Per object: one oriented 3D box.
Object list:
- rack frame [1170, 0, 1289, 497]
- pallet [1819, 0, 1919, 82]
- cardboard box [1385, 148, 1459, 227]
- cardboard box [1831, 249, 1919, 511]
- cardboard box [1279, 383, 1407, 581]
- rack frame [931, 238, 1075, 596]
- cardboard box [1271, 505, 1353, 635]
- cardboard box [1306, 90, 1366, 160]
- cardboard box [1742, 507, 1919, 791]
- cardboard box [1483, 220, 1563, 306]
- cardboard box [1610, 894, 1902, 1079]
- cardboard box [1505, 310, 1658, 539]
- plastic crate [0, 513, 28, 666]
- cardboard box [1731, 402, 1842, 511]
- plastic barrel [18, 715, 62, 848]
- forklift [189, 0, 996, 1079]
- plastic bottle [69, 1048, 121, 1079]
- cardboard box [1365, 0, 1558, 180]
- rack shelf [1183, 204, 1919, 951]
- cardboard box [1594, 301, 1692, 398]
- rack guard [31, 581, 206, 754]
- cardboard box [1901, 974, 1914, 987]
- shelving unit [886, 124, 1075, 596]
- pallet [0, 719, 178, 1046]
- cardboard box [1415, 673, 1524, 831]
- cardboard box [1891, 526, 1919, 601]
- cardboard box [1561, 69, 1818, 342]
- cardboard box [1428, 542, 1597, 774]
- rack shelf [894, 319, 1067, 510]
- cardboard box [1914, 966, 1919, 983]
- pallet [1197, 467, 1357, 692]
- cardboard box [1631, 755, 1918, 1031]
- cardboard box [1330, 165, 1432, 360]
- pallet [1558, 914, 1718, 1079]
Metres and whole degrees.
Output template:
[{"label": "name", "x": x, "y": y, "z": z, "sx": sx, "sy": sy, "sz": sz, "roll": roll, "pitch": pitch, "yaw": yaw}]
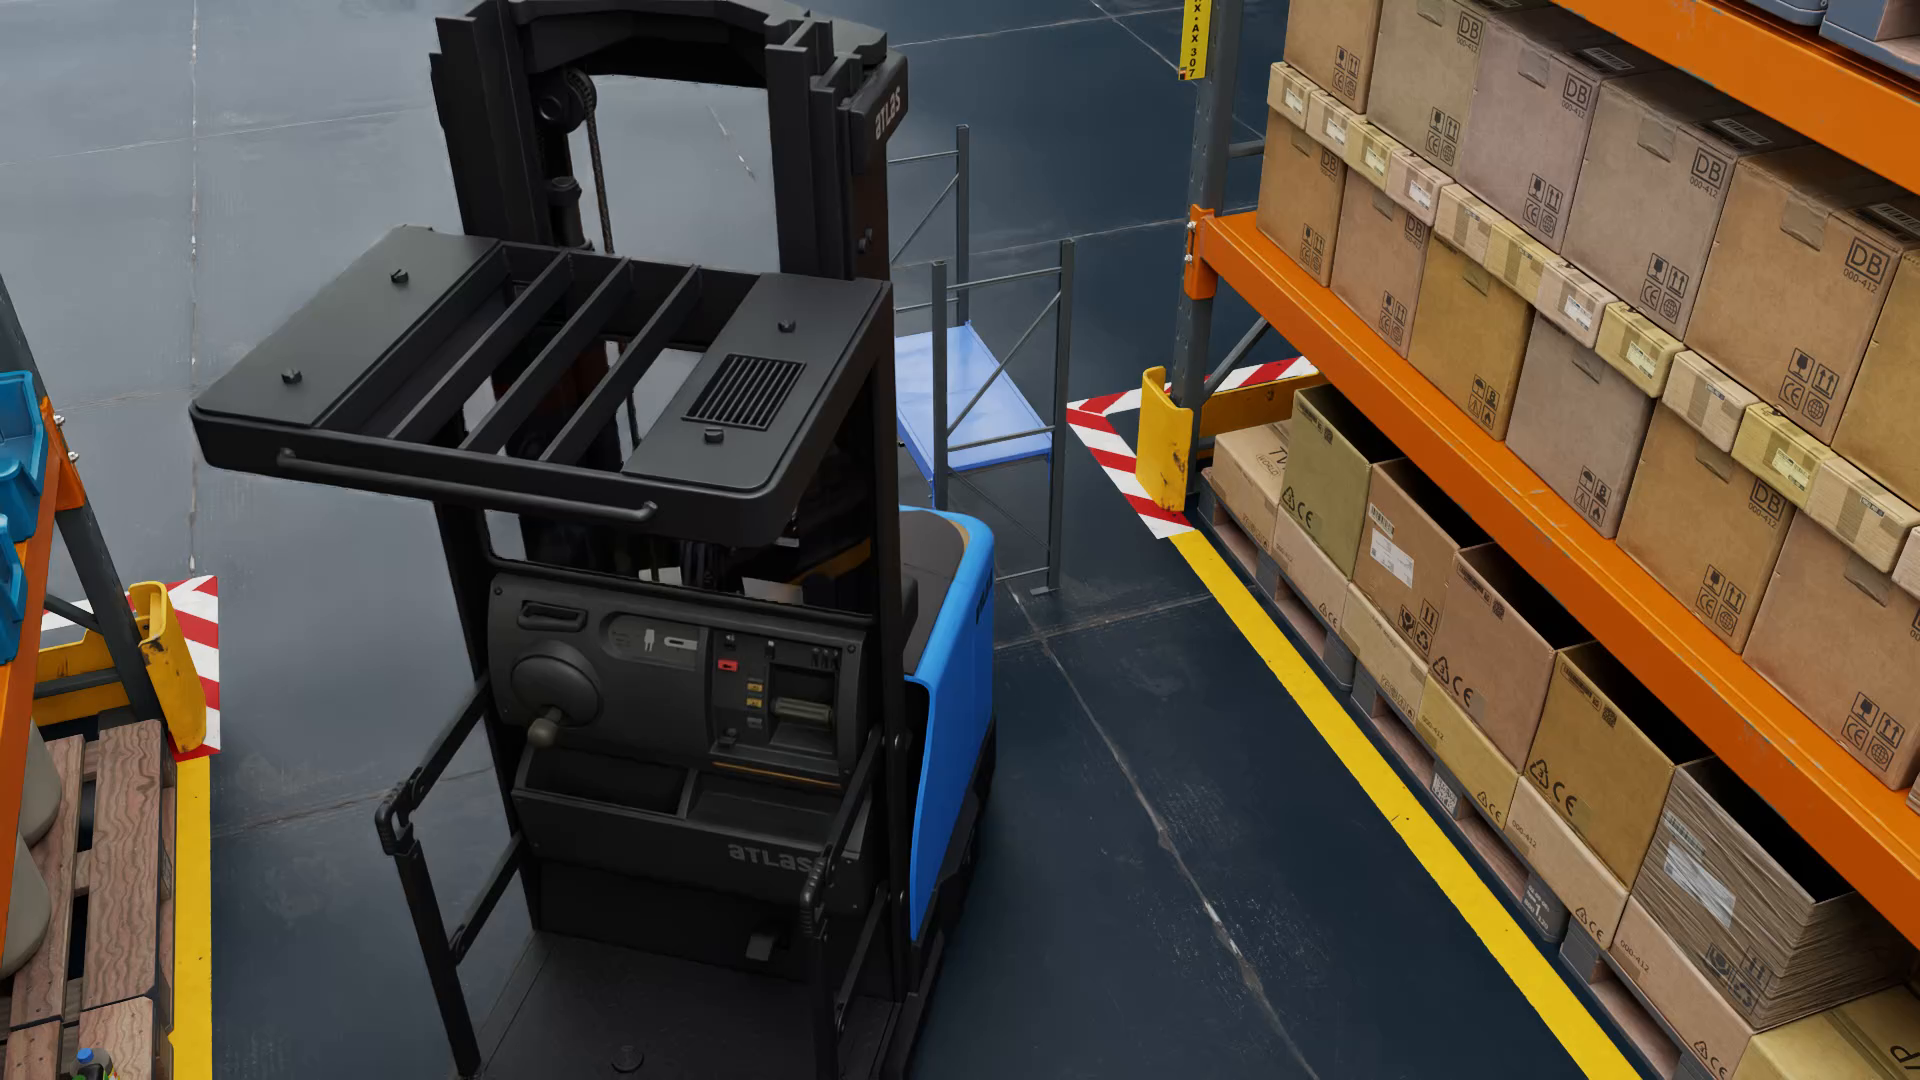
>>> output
[{"label": "rack frame", "x": 1.348, "y": -1.507, "z": 6.257, "sx": 1.000, "sy": 3.000, "sz": 0.127, "roll": -12, "pitch": 39, "yaw": -16}, {"label": "pallet", "x": 2.407, "y": -0.886, "z": 3.014, "sx": 1.003, "sy": 0.211, "sz": 1.213, "roll": -12, "pitch": 39, "yaw": -16}, {"label": "cardboard box", "x": 1.544, "y": -1.107, "z": 5.104, "sx": 0.380, "sy": 0.149, "sz": 0.250, "roll": -13, "pitch": 39, "yaw": -17}, {"label": "cardboard box", "x": 2.391, "y": -0.340, "z": 3.547, "sx": 0.700, "sy": 0.500, "sz": 0.500, "roll": -13, "pitch": 39, "yaw": -16}, {"label": "cardboard box", "x": 1.498, "y": -0.245, "z": 5.895, "sx": 0.500, "sy": 0.500, "sz": 0.500, "roll": -12, "pitch": 39, "yaw": -16}, {"label": "rack frame", "x": 0.146, "y": -0.360, "z": 5.981, "sx": 0.500, "sy": 1.500, "sz": 0.032, "roll": -12, "pitch": 39, "yaw": -16}, {"label": "cardboard box", "x": 1.499, "y": 0.054, "z": 6.121, "sx": 0.500, "sy": 0.250, "sz": 0.500, "roll": -12, "pitch": 39, "yaw": -16}, {"label": "cardboard box", "x": 1.374, "y": -1.391, "z": 5.481, "sx": 0.380, "sy": 0.149, "sz": 0.250, "roll": -13, "pitch": 39, "yaw": -17}, {"label": "cardboard box", "x": 2.378, "y": 0.167, "z": 3.952, "sx": 0.700, "sy": 0.500, "sz": 0.500, "roll": -13, "pitch": 39, "yaw": -16}, {"label": "cardboard box", "x": 1.726, "y": -0.812, "z": 4.713, "sx": 0.380, "sy": 0.149, "sz": 0.250, "roll": -13, "pitch": 39, "yaw": -17}, {"label": "cardboard box", "x": 2.197, "y": 1.182, "z": 4.624, "sx": 0.500, "sy": 0.250, "sz": 0.500, "roll": -12, "pitch": 39, "yaw": -16}, {"label": "cardboard box", "x": 2.032, "y": -0.406, "z": 4.713, "sx": 0.700, "sy": 0.500, "sz": 0.500, "roll": -11, "pitch": 38, "yaw": -15}, {"label": "plastic crate", "x": -2.633, "y": 0.165, "z": 4.162, "sx": 0.499, "sy": 0.251, "sz": 0.408, "roll": -12, "pitch": 39, "yaw": -16}, {"label": "cardboard box", "x": 2.081, "y": -0.231, "z": 3.941, "sx": 0.380, "sy": 0.149, "sz": 0.250, "roll": -13, "pitch": 39, "yaw": -16}, {"label": "plastic barrel", "x": -3.006, "y": 0.699, "z": 5.048, "sx": 0.421, "sy": 0.512, "sz": 0.421, "roll": 0, "pitch": 37, "yaw": 0}, {"label": "forklift", "x": -0.731, "y": 0.408, "z": 3.772, "sx": 1.130, "sy": 2.935, "sz": 3.031, "roll": 8, "pitch": 38, "yaw": 11}, {"label": "plastic bottle", "x": -2.260, "y": 1.405, "z": 4.351, "sx": 0.097, "sy": 0.201, "sz": 0.097, "roll": 0, "pitch": 37, "yaw": 0}, {"label": "cardboard box", "x": 1.701, "y": -1.473, "z": 5.051, "sx": 0.700, "sy": 0.500, "sz": 0.500, "roll": -13, "pitch": 39, "yaw": -17}, {"label": "rack shelf", "x": 2.036, "y": -0.090, "z": 4.974, "sx": 1.077, "sy": 0.370, "sz": 4.000, "roll": -12, "pitch": 39, "yaw": -16}, {"label": "cardboard box", "x": 1.900, "y": -0.522, "z": 4.328, "sx": 0.380, "sy": 0.149, "sz": 0.250, "roll": -11, "pitch": 38, "yaw": -14}, {"label": "rack guard", "x": -3.234, "y": 0.548, "z": 5.607, "sx": 1.175, "sy": 0.500, "sz": 0.348, "roll": -12, "pitch": 39, "yaw": -16}, {"label": "cardboard box", "x": 2.682, "y": 1.075, "z": 4.766, "sx": 0.500, "sy": 0.250, "sz": 0.500, "roll": -12, "pitch": 39, "yaw": -16}, {"label": "shelving unit", "x": -0.029, "y": -0.647, "z": 6.363, "sx": 0.538, "sy": 1.500, "sz": 1.048, "roll": -12, "pitch": 39, "yaw": -16}, {"label": "pallet", "x": -2.959, "y": 1.124, "z": 5.083, "sx": 1.003, "sy": 0.211, "sz": 1.213, "roll": -12, "pitch": 39, "yaw": -16}, {"label": "cardboard box", "x": 1.838, "y": 0.620, "z": 5.369, "sx": 0.500, "sy": 0.250, "sz": 0.500, "roll": -12, "pitch": 39, "yaw": -16}, {"label": "cardboard box", "x": 2.254, "y": 0.057, "z": 3.559, "sx": 0.380, "sy": 0.149, "sz": 0.250, "roll": -14, "pitch": 39, "yaw": -17}, {"label": "cardboard box", "x": 2.048, "y": -0.905, "z": 4.297, "sx": 0.700, "sy": 0.500, "sz": 0.500, "roll": -12, "pitch": 39, "yaw": -16}, {"label": "cardboard box", "x": 1.837, "y": 0.321, "z": 5.144, "sx": 0.500, "sy": 0.500, "sz": 0.500, "roll": -12, "pitch": 39, "yaw": -16}, {"label": "rack shelf", "x": -0.029, "y": -0.504, "z": 6.471, "sx": 0.538, "sy": 0.185, "sz": 1.000, "roll": -12, "pitch": 39, "yaw": -16}, {"label": "cardboard box", "x": 2.859, "y": 1.057, "z": 4.167, "sx": 0.500, "sy": 0.500, "sz": 0.500, "roll": -12, "pitch": 39, "yaw": -16}, {"label": "pallet", "x": 1.651, "y": 0.030, "z": 6.534, "sx": 1.003, "sy": 0.211, "sz": 1.213, "roll": -12, "pitch": 39, "yaw": -16}, {"label": "cardboard box", "x": 2.199, "y": 0.882, "z": 4.399, "sx": 0.500, "sy": 0.500, "sz": 0.500, "roll": -12, "pitch": 39, "yaw": -16}, {"label": "cardboard box", "x": 1.682, "y": -0.985, "z": 5.481, "sx": 0.700, "sy": 0.500, "sz": 0.500, "roll": -11, "pitch": 38, "yaw": -15}, {"label": "pallet", "x": 2.490, "y": 1.409, "z": 4.704, "sx": 1.003, "sy": 0.211, "sz": 1.213, "roll": -12, "pitch": 39, "yaw": -16}]
